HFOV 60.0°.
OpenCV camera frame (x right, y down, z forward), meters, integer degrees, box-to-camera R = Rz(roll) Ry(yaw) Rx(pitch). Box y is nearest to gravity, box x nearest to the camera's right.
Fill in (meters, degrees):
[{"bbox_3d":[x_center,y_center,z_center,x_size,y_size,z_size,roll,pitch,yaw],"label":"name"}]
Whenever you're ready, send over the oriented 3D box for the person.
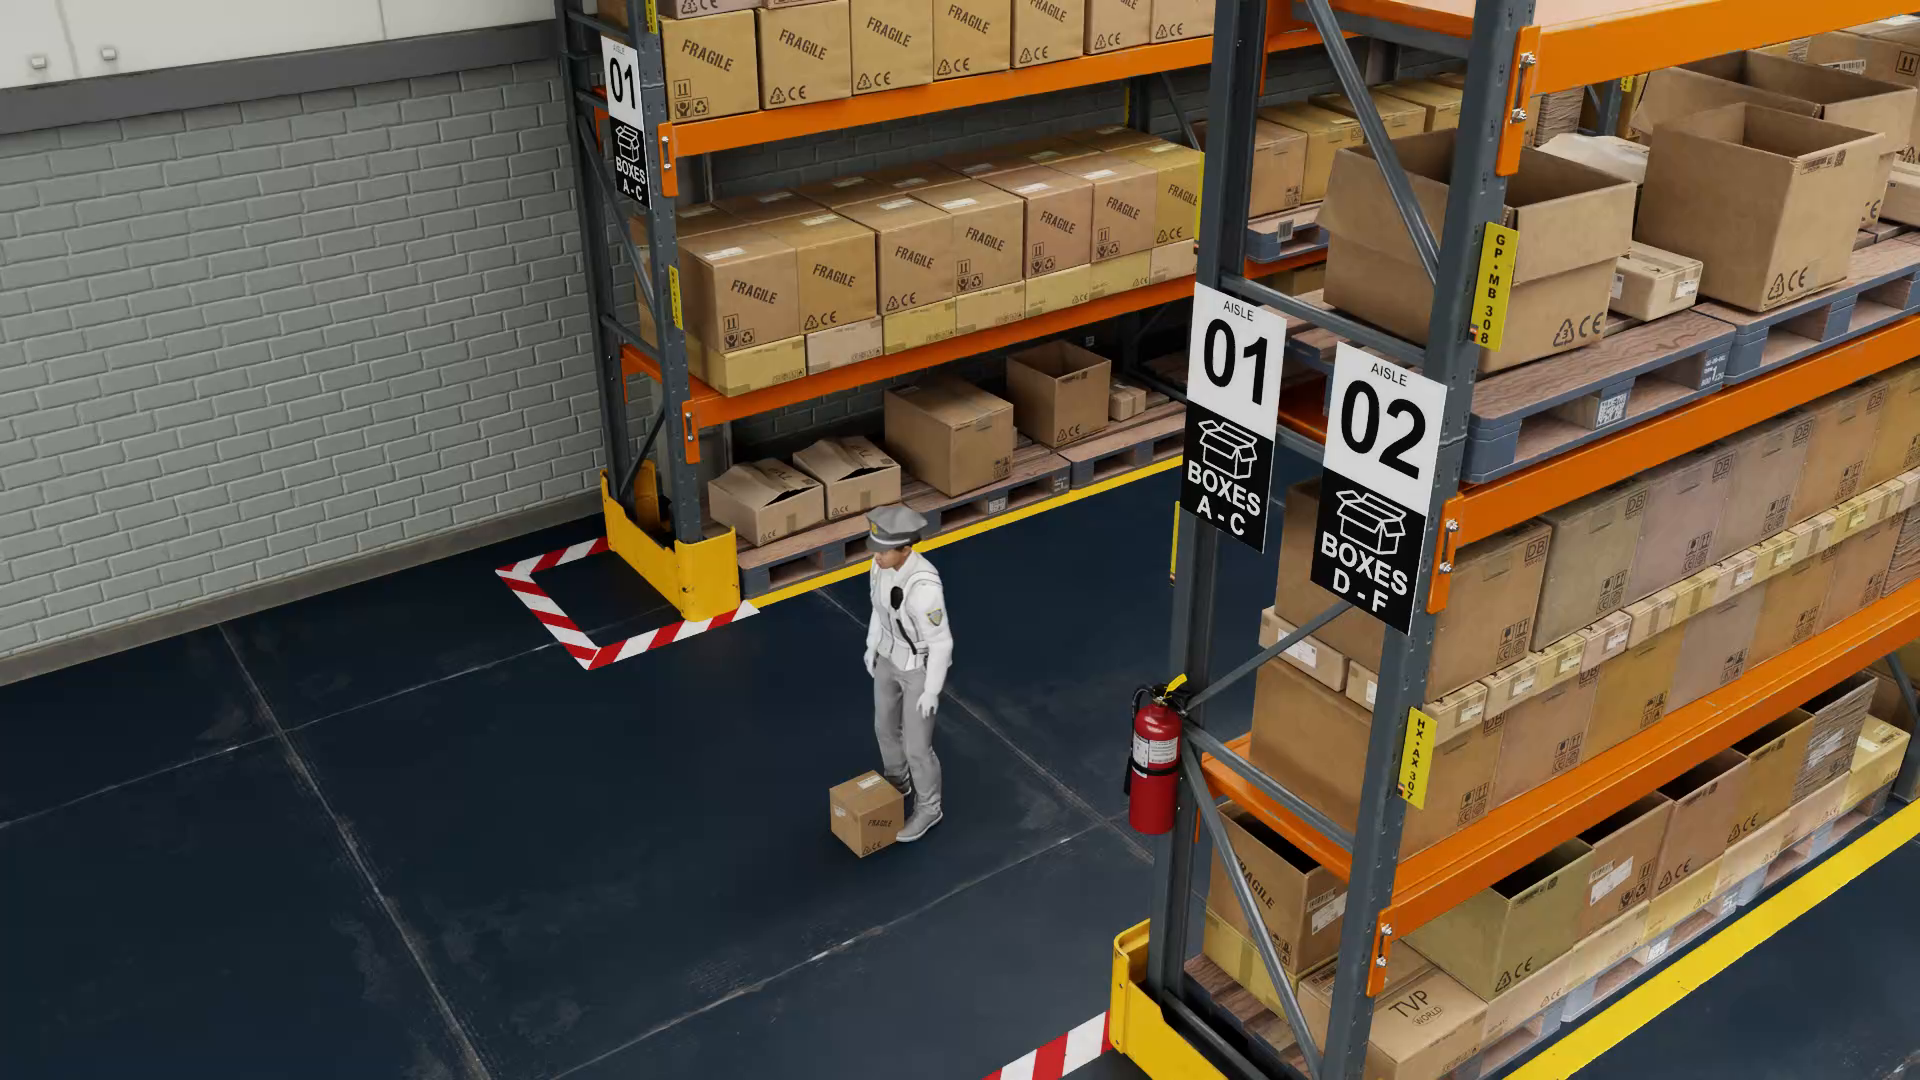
[{"bbox_3d":[-0.245,0.589,7.547,0.379,1.663,0.535,-19,34,-31],"label":"person"}]
